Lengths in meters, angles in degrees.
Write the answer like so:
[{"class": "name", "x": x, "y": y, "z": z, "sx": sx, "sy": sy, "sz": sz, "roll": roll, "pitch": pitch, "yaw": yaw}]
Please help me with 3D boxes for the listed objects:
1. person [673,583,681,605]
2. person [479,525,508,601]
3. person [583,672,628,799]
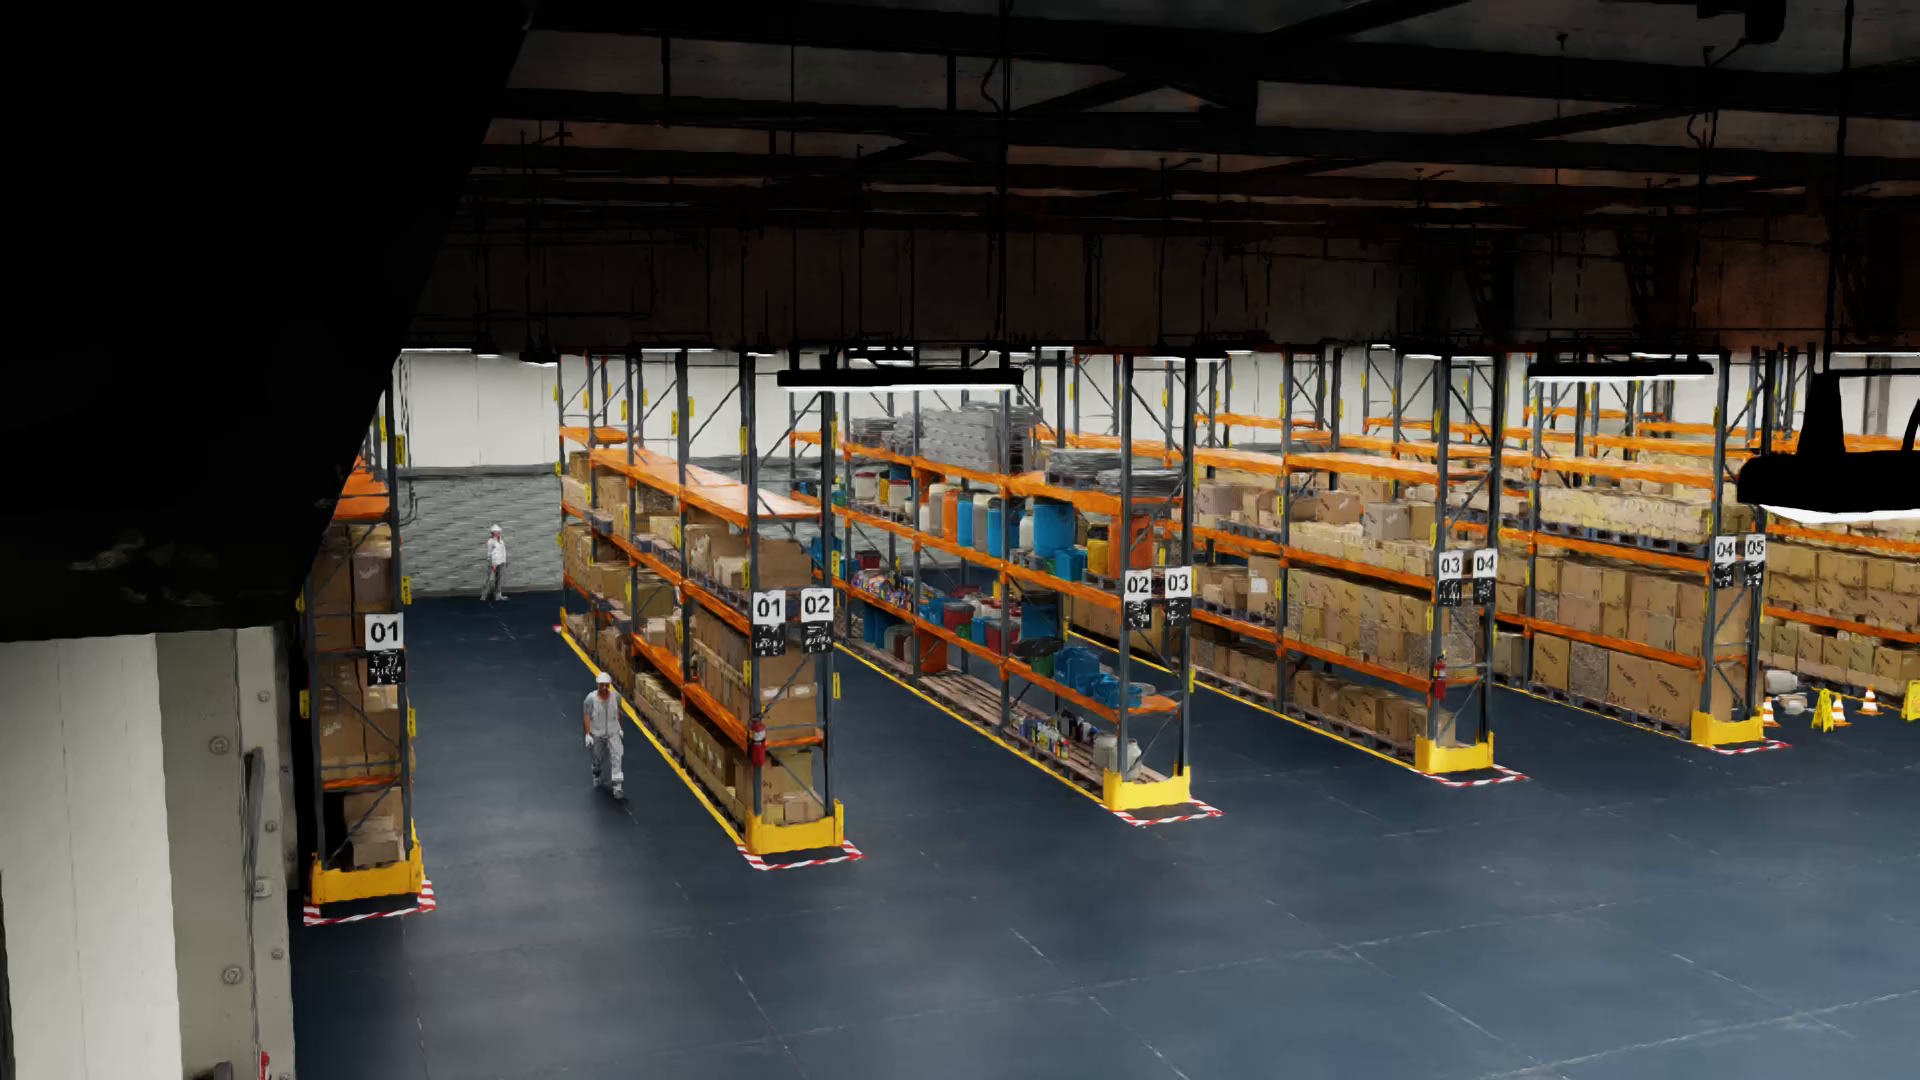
[{"class": "person", "x": -6.397, "y": 0.628, "z": 38.218, "sx": 0.541, "sy": 1.669, "sz": 1.098, "roll": -3, "pitch": 8, "yaw": -23}, {"class": "person", "x": -10.909, "y": 0.543, "z": 38.758, "sx": 0.481, "sy": 1.762, "sz": 0.704, "roll": 3, "pitch": 8, "yaw": 21}, {"class": "person", "x": -4.818, "y": 2.614, "z": 22.537, "sx": 0.553, "sy": 1.709, "sz": 1.123, "roll": -3, "pitch": 8, "yaw": -19}]
